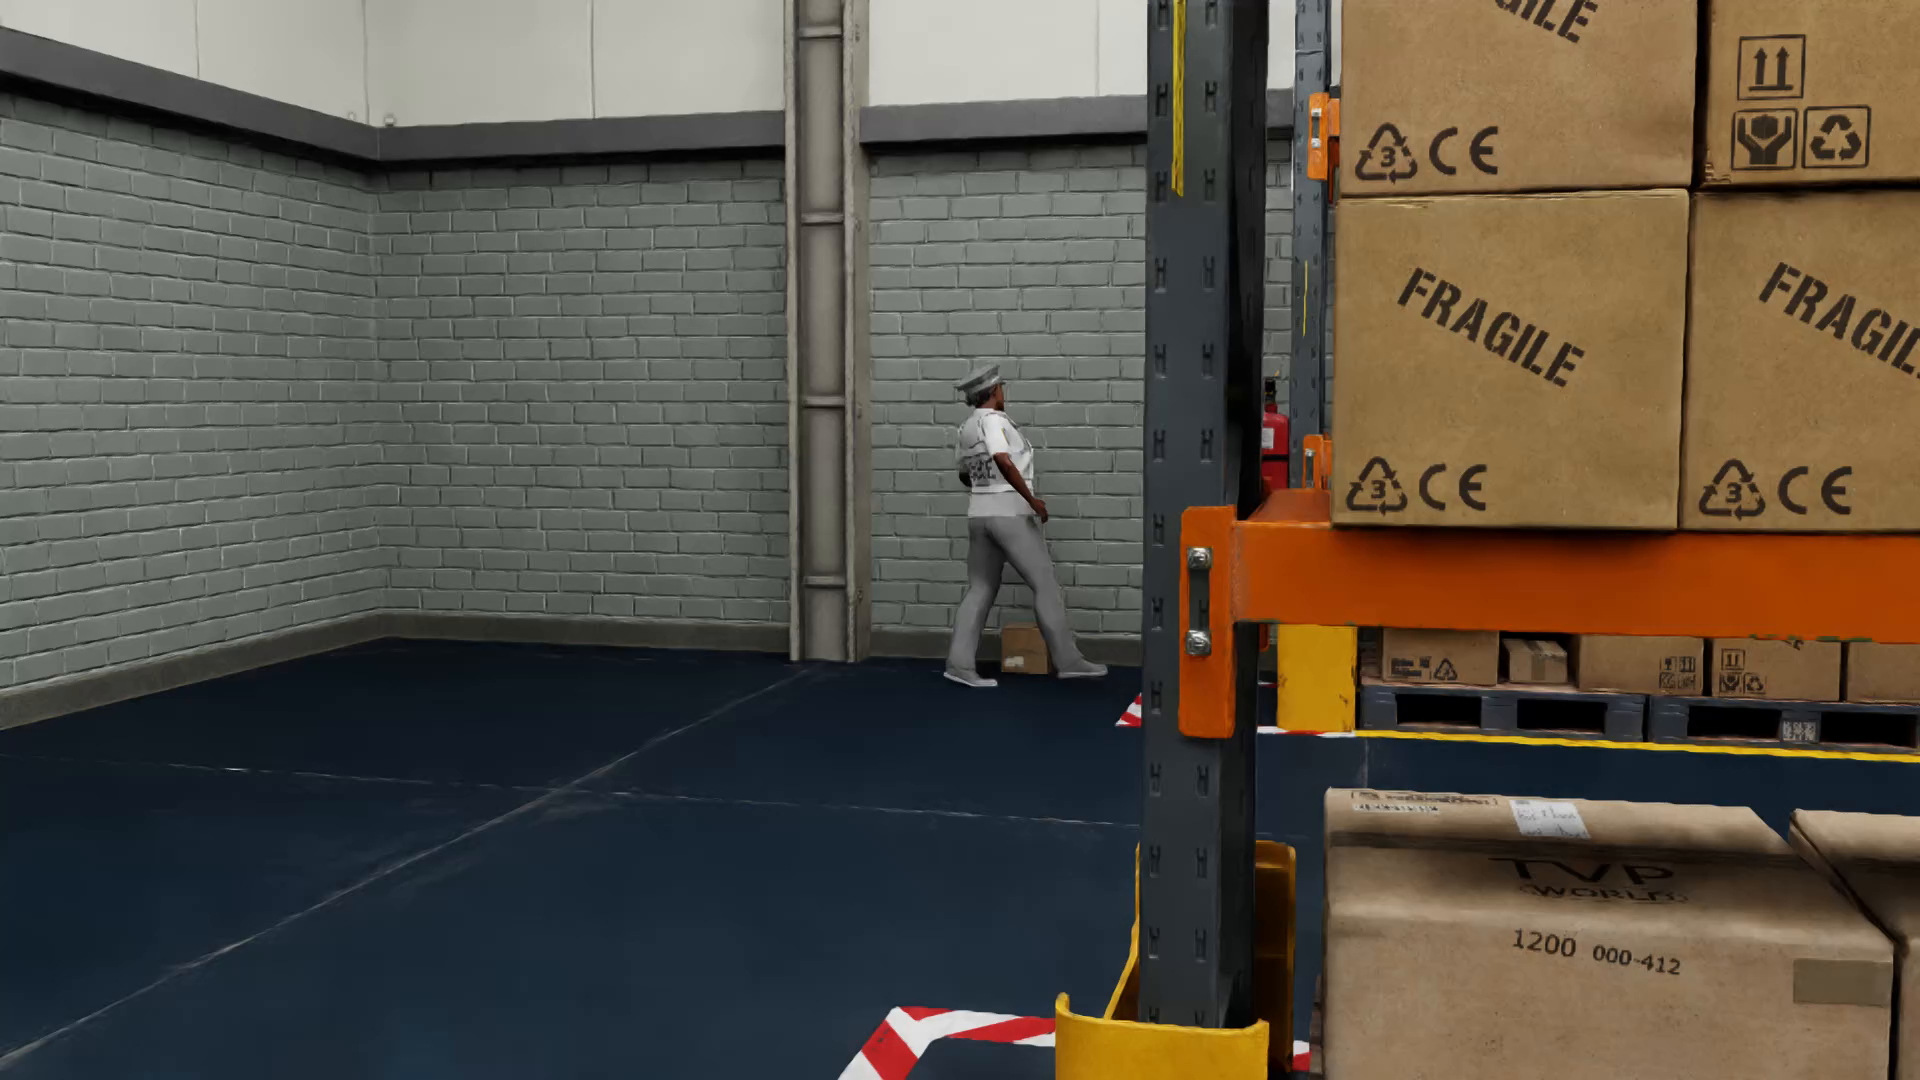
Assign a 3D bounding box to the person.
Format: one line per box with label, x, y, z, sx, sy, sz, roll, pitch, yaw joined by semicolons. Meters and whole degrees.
person;0.304;-0.070;8.651;0.739;1.702;0.691;-3;6;-29
